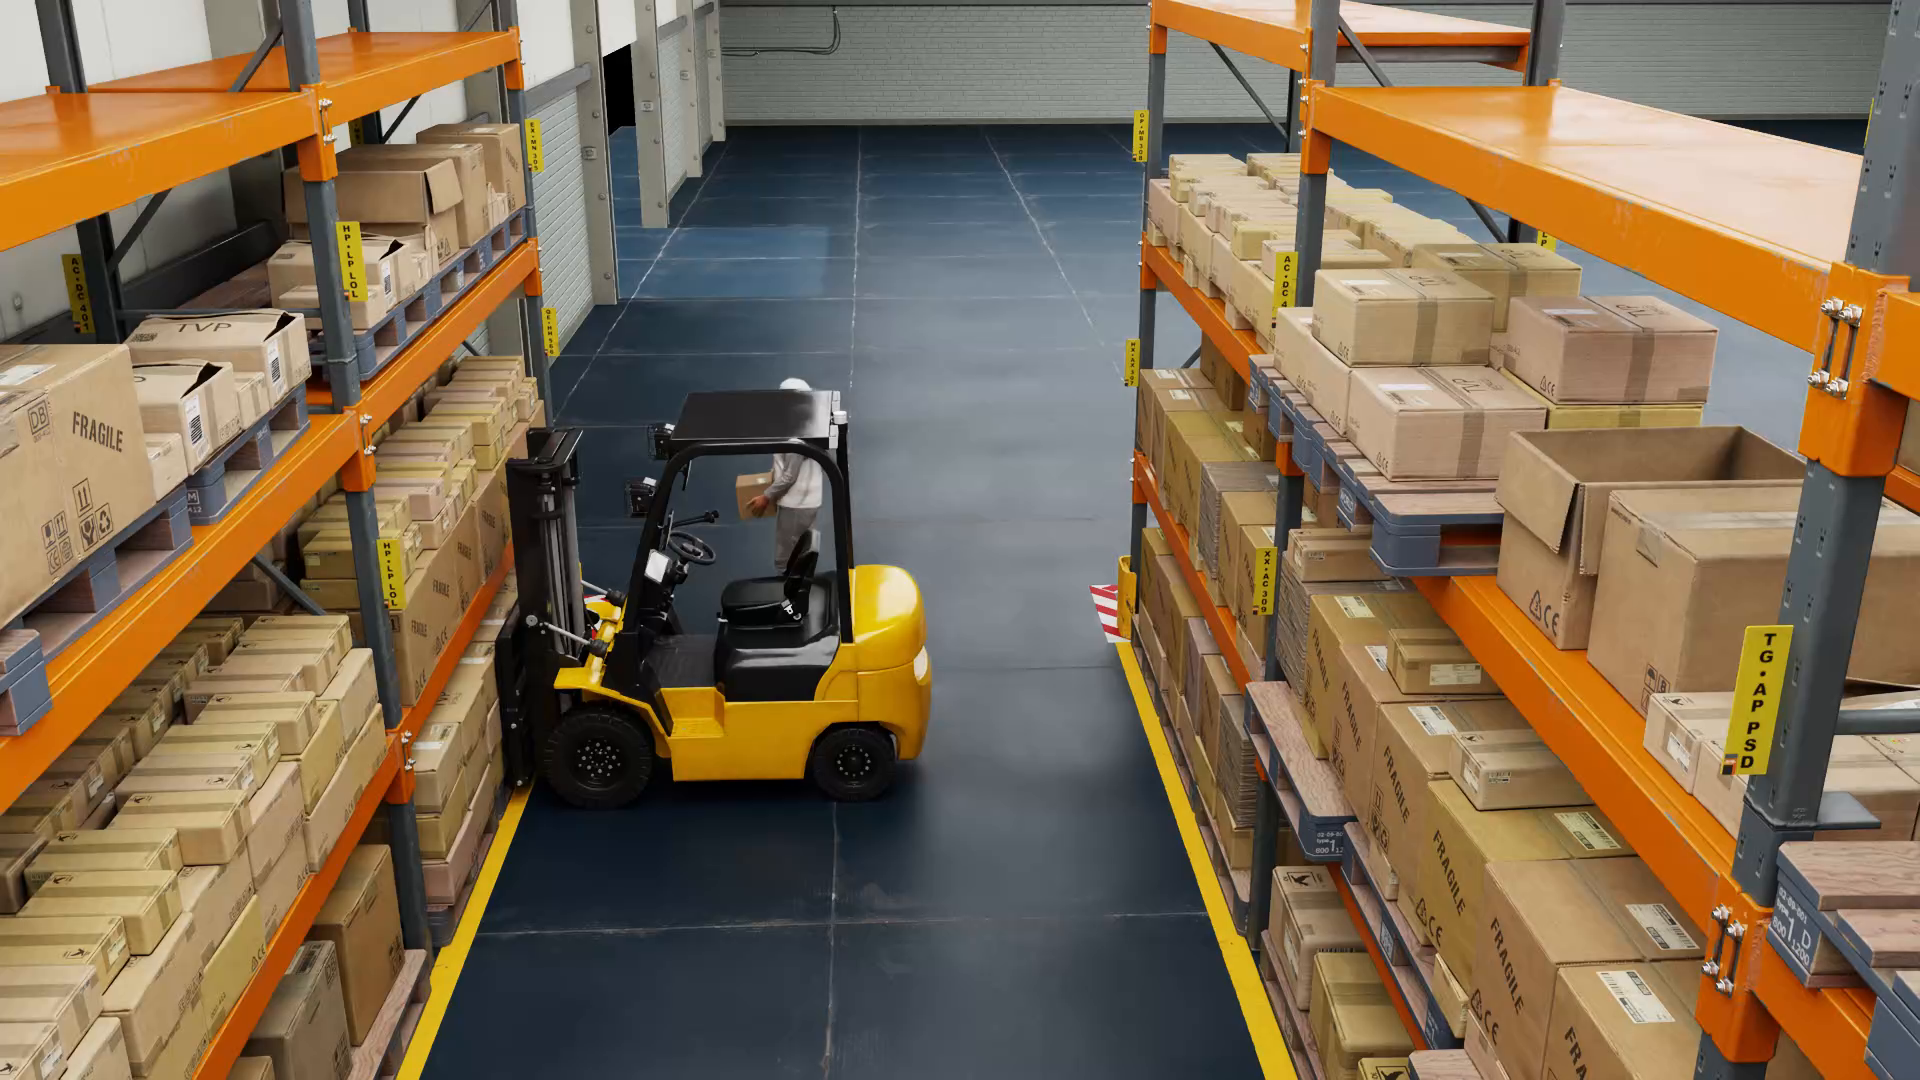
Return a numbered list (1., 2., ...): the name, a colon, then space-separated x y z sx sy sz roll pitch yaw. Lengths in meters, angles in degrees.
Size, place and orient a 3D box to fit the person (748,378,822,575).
1. person: -1.233 -0.277 11.779 0.522 1.779 0.532 -1 20 -4
